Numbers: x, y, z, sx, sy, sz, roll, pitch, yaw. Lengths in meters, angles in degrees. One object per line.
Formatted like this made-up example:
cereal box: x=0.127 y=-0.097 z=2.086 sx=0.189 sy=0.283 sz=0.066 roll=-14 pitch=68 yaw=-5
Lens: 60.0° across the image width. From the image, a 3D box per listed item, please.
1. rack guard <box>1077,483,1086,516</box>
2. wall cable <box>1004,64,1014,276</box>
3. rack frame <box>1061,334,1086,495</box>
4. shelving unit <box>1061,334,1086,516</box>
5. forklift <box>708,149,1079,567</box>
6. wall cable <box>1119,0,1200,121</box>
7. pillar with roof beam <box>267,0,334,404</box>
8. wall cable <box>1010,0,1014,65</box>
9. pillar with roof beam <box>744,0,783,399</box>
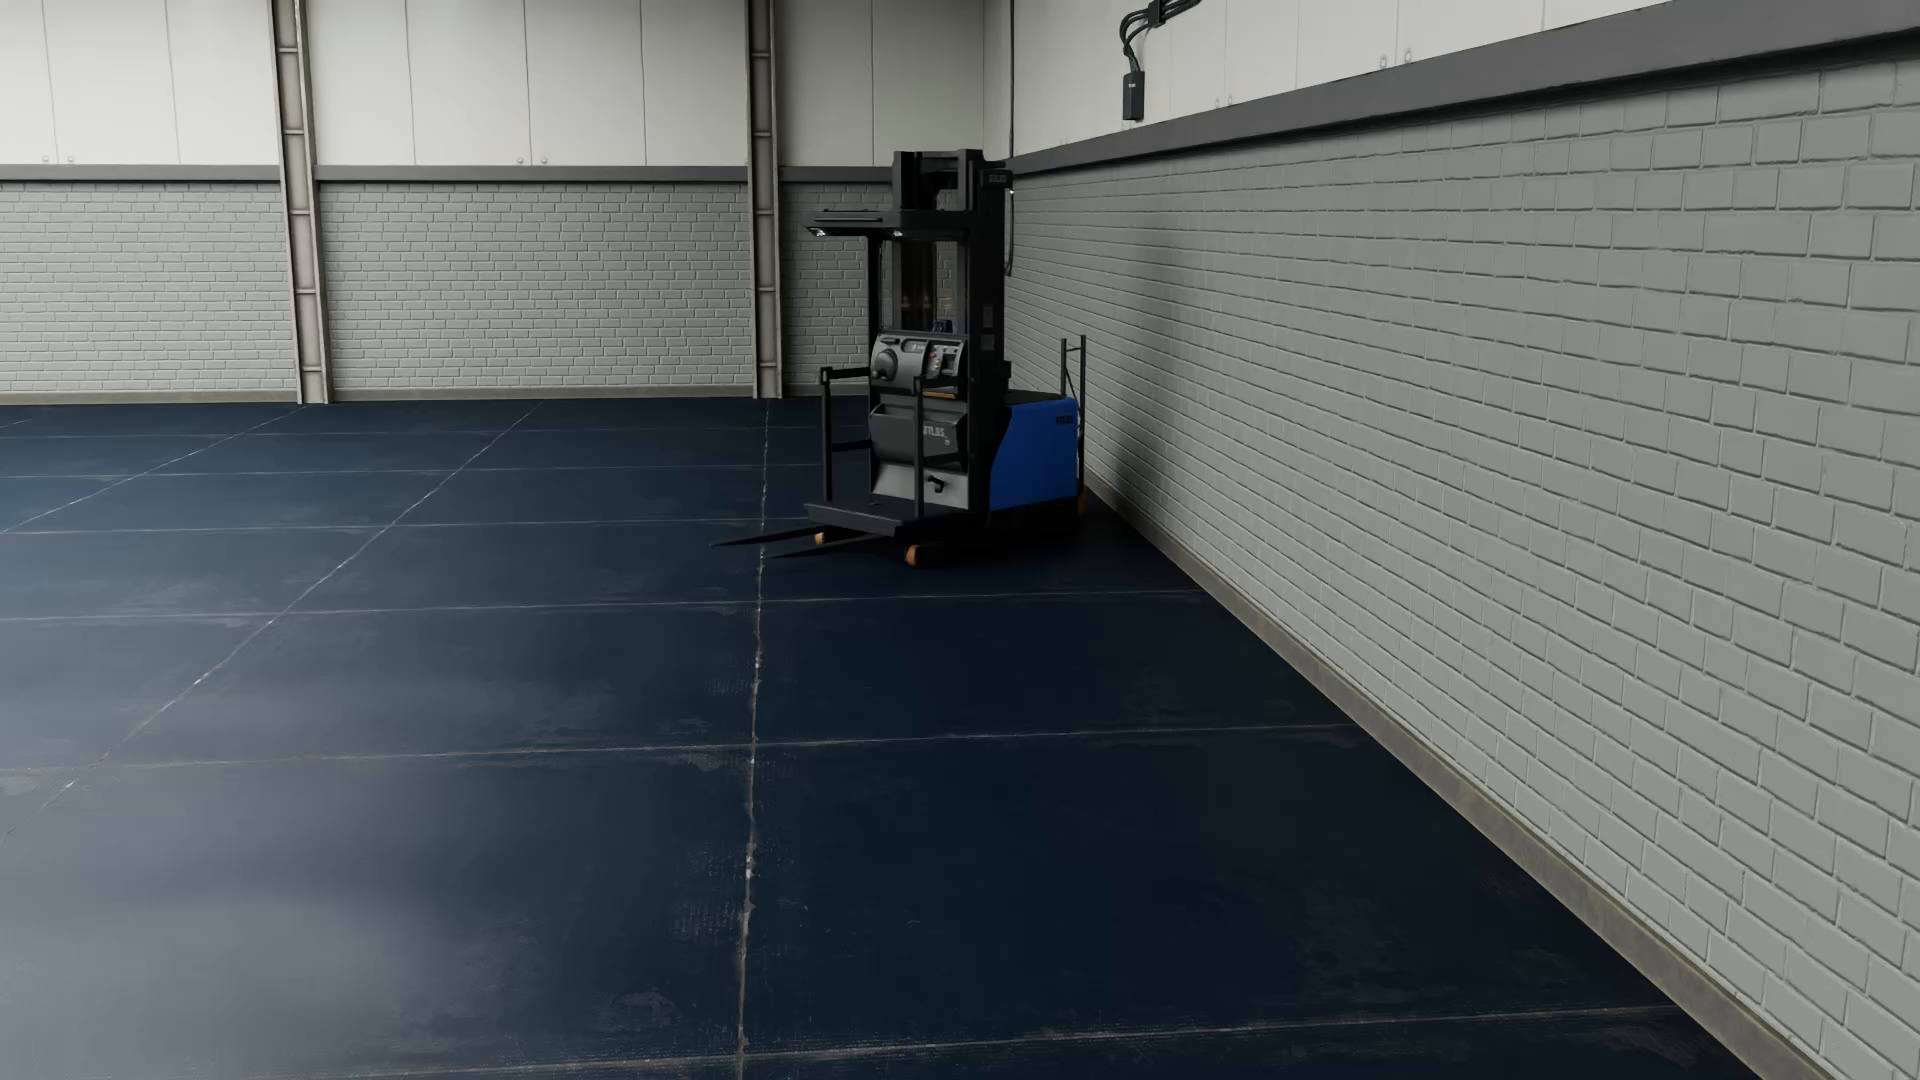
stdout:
rack guard: x=0.906 y=-0.303 z=13.760 sx=0.087 sy=0.250 sz=0.587 roll=5 pitch=12 yaw=24
wall cable: x=0.432 y=-4.664 z=21.313 sx=0.112 sy=2.526 sz=3.097 roll=-1 pitch=11 yaw=-6
rack frame: x=0.923 y=-0.914 z=13.631 sx=0.032 sy=1.500 sz=0.500 roll=5 pitch=12 yaw=24
shelving unit: x=0.451 y=-0.955 z=13.840 sx=1.083 sy=1.500 sz=0.587 roll=5 pitch=12 yaw=24
forklift: x=-0.458 y=-1.354 z=12.155 sx=1.130 sy=2.935 sz=3.031 roll=11 pitch=15 yaw=43
wall cable: x=1.442 y=-6.035 z=11.423 sx=0.169 sy=6.003 sz=2.305 roll=-1 pitch=11 yaw=-6
pillar with roof beam: x=-8.139 y=-5.429 z=17.156 sx=0.400 sy=9.000 sz=9.100 roll=-1 pitch=11 yaw=-6
wall cable: x=0.724 y=-6.623 z=18.187 sx=0.112 sy=2.526 sz=3.097 roll=-1 pitch=11 yaw=-6
pillar with roof beam: x=-2.174 y=-5.554 z=17.792 sx=0.400 sy=9.000 sz=9.100 roll=-1 pitch=11 yaw=-6
